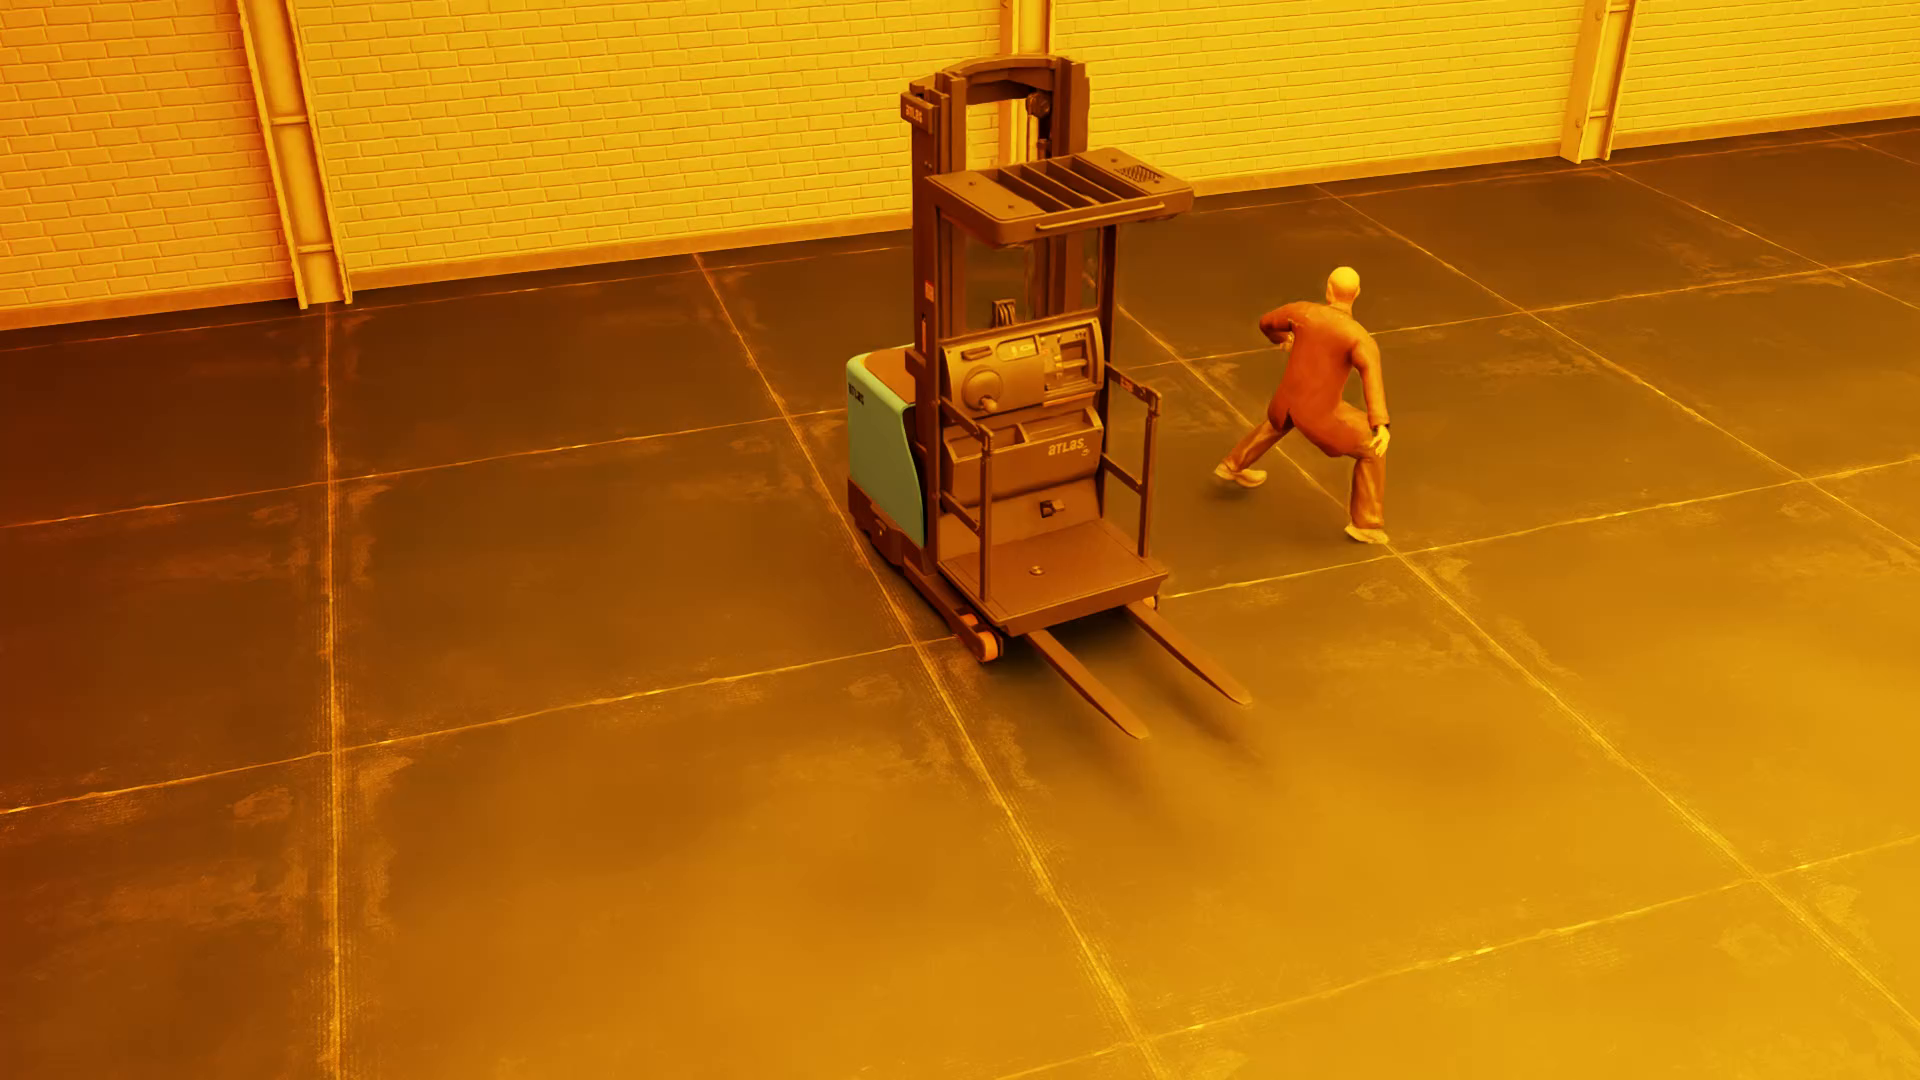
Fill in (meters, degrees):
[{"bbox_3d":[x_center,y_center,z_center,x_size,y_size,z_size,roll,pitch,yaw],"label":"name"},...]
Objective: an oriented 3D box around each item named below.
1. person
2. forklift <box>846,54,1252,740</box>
[{"bbox_3d":[2.160,-0.769,9.839,0.606,1.703,1.218,-19,35,-30],"label":"person"},{"bbox_3d":[0.445,-0.873,8.605,1.130,2.935,3.031,-15,33,-24],"label":"forklift"}]
